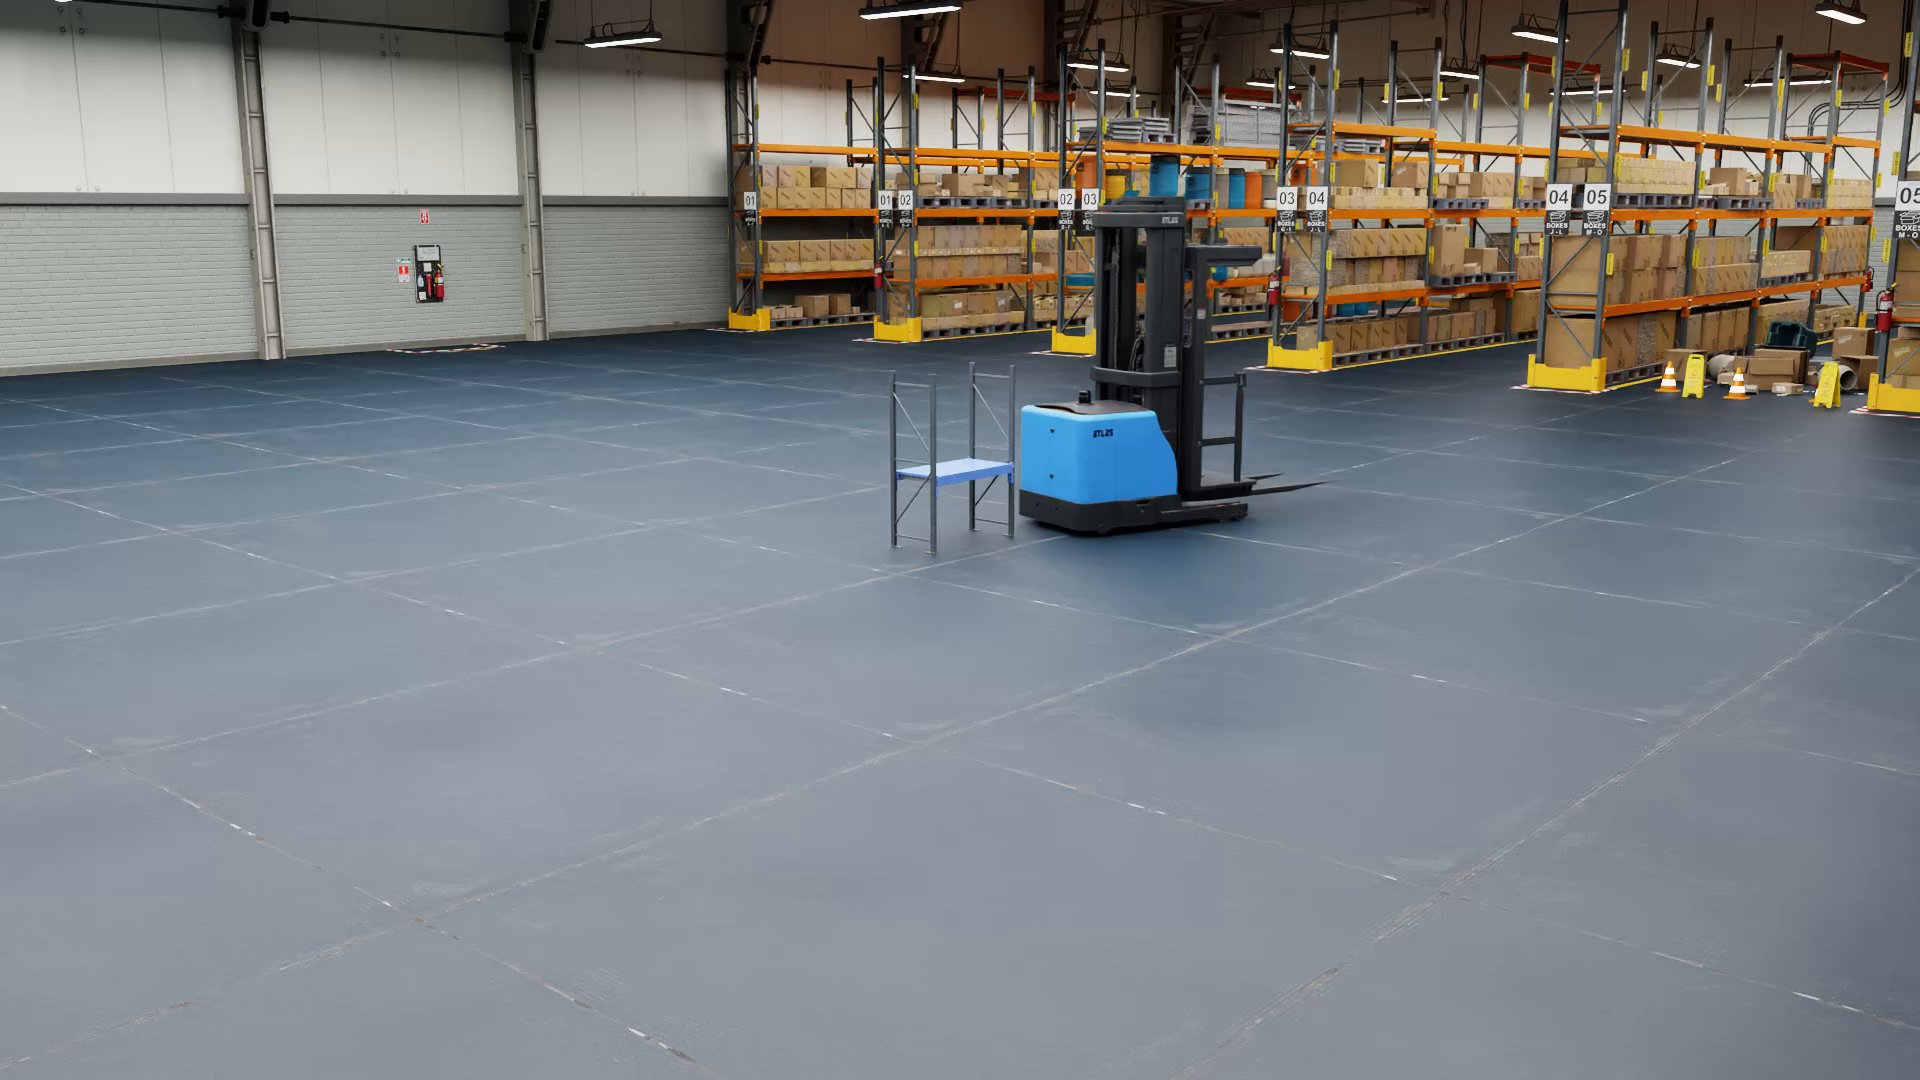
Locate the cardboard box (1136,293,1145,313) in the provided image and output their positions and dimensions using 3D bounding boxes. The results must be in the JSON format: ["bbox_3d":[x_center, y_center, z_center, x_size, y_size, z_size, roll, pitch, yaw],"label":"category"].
[{"bbox_3d":[4.443,-6.058,42.392,0.500,0.500,0.500,11,15,43],"label":"cardboard box"}]

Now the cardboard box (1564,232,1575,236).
[{"bbox_3d":[13.592,-6.791,37.988,0.797,0.503,0.637,9,15,39],"label":"cardboard box"}]

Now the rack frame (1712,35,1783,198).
[{"bbox_3d":[15.026,-8.043,31.752,1.000,3.000,0.127,10,15,40],"label":"rack frame"}]

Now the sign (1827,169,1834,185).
[{"bbox_3d":[18.086,-7.536,34.547,0.100,0.325,0.005,10,15,40],"label":"sign"}]

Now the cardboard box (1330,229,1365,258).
[{"bbox_3d":[6.989,-5.383,30.188,0.500,0.500,0.500,10,15,40],"label":"cardboard box"}]

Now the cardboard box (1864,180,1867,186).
[{"bbox_3d":[20.088,-8.003,37.299,0.380,0.149,0.250,10,15,41],"label":"cardboard box"}]

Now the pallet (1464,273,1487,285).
[{"bbox_3d":[10.091,-5.366,34.159,1.003,0.211,1.213,10,15,40],"label":"pallet"}]

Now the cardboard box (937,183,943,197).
[{"bbox_3d":[-0.424,-7.848,37.236,0.500,0.311,0.500,-10,15,-41],"label":"cardboard box"}]

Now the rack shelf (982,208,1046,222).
[{"bbox_3d":[1.525,-9.091,46.494,1.077,0.370,4.000,10,15,40],"label":"rack shelf"}]

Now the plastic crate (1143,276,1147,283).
[{"bbox_3d":[4.124,-5.408,34.550,0.530,0.136,0.437,10,15,40],"label":"plastic crate"}]

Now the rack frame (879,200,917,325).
[{"bbox_3d":[-1.353,-5.861,36.147,1.000,3.000,0.127,10,15,40],"label":"rack frame"}]

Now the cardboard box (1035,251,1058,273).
[{"bbox_3d":[2.154,-6.687,40.027,0.500,0.500,0.500,-11,16,-43],"label":"cardboard box"}]

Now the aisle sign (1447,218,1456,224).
[{"bbox_3d":[13.195,-8.822,44.333,0.394,0.787,0.004,10,15,40],"label":"aisle sign"}]

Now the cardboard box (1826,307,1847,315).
[{"bbox_3d":[19.509,-5.106,37.054,0.380,0.149,0.250,11,15,42],"label":"cardboard box"}]

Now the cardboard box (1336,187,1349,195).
[{"bbox_3d":[6.685,-6.209,29.595,0.380,0.149,0.250,10,15,42],"label":"cardboard box"}]

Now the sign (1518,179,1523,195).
[{"bbox_3d":[11.773,-7.411,34.928,0.100,0.325,0.005,10,15,40],"label":"sign"}]

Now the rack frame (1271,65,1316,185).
[{"bbox_3d":[7.646,-9.339,38.244,1.000,3.000,0.127,10,15,40],"label":"rack frame"}]

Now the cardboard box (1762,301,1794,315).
[{"bbox_3d":[16.677,-4.741,33.936,0.500,0.250,0.500,9,14,38],"label":"cardboard box"}]

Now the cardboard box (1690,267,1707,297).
[{"bbox_3d":[12.935,-4.604,29.597,0.500,0.500,0.500,10,15,41],"label":"cardboard box"}]

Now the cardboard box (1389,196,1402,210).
[{"bbox_3d":[7.937,-6.314,31.138,0.500,0.250,0.500,10,15,40],"label":"cardboard box"}]

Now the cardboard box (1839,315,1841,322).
[{"bbox_3d":[19.316,-4.927,36.918,0.380,0.149,0.250,11,16,43],"label":"cardboard box"}]

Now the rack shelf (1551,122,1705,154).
[{"bbox_3d":[11.065,-6.611,27.442,1.077,0.370,4.000,10,15,40],"label":"rack shelf"}]

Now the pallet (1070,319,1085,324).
[{"bbox_3d":[3.355,-5.555,41.732,1.003,0.211,1.213,10,15,40],"label":"pallet"}]

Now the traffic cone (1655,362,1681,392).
[{"bbox_3d":[11.162,-2.574,26.167,0.336,0.463,0.334,10,15,40],"label":"traffic cone"}]

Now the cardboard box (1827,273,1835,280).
[{"bbox_3d":[18.750,-5.727,36.116,0.380,0.149,0.250,10,15,41],"label":"cardboard box"}]

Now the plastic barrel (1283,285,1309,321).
[{"bbox_3d":[7.956,-5.613,39.374,0.600,0.830,0.708,10,15,40],"label":"plastic barrel"}]

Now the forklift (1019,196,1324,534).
[{"bbox_3d":[2.068,-1.678,15.379,3.031,2.935,1.130,-7,13,-31],"label":"forklift"}]

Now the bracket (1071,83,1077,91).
[{"bbox_3d":[3.198,-13.204,48.402,0.235,0.232,0.430,10,15,40],"label":"bracket"}]

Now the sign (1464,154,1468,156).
[{"bbox_3d":[13.351,-10.289,43.824,0.100,0.325,0.005,10,15,40],"label":"sign"}]

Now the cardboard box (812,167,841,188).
[{"bbox_3d":[-3.254,-8.841,40.548,0.500,0.500,0.500,9,14,38],"label":"cardboard box"}]

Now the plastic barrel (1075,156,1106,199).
[{"bbox_3d":[2.591,-7.196,33.001,0.600,0.830,0.708,10,15,40],"label":"plastic barrel"}]

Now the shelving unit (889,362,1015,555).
[{"bbox_3d":[-0.056,-0.723,14.251,0.538,1.500,1.048,10,15,40],"label":"shelving unit"}]

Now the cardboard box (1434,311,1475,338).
[{"bbox_3d":[10.214,-4.478,34.481,0.500,0.500,0.700,-11,15,-43],"label":"cardboard box"}]

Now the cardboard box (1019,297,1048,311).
[{"bbox_3d":[1.747,-5.611,39.410,0.500,0.311,0.500,10,15,41],"label":"cardboard box"}]

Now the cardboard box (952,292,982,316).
[{"bbox_3d":[0.160,-5.357,37.656,0.500,0.500,0.500,10,15,40],"label":"cardboard box"}]

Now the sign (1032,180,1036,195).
[{"bbox_3d":[1.705,-8.141,38.384,0.100,0.325,0.005,10,15,40],"label":"sign"}]

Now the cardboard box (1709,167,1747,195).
[{"bbox_3d":[14.089,-6.584,30.524,0.500,0.500,0.500,10,15,40],"label":"cardboard box"}]

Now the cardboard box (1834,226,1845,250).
[{"bbox_3d":[18.834,-6.558,36.067,0.500,0.500,0.500,10,15,41],"label":"cardboard box"}]

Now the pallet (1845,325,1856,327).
[{"bbox_3d":[19.694,-4.784,37.874,1.003,0.211,1.213,10,15,40],"label":"pallet"}]

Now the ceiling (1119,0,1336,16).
[{"bbox_3d":[7.508,-16.566,51.450,6.000,0.001,6.000,10,15,40],"label":"ceiling"}]

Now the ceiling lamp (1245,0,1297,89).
[{"bbox_3d":[8.045,-12.958,41.461,0.800,3.185,2.000,10,15,40],"label":"ceiling lamp"}]

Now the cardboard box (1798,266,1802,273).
[{"bbox_3d":[17.216,-5.613,34.475,0.380,0.149,0.250,10,15,40],"label":"cardboard box"}]

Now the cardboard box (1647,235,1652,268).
[{"bbox_3d":[11.037,-4.829,27.839,0.875,0.550,0.500,10,15,40],"label":"cardboard box"}]

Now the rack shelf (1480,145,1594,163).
[{"bbox_3d":[12.687,-8.444,36.620,1.077,0.370,4.000,10,15,40],"label":"rack shelf"}]

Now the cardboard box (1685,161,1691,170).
[{"bbox_3d":[12.216,-6.374,28.333,0.380,0.149,0.250,10,15,40],"label":"cardboard box"}]

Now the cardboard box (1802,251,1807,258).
[{"bbox_3d":[17.371,-5.940,34.591,0.380,0.149,0.250,9,15,39],"label":"cardboard box"}]

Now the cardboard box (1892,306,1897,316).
[{"bbox_3d":[13.700,-3.310,24.014,0.380,0.149,0.250,10,15,40],"label":"cardboard box"}]

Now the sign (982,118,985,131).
[{"bbox_3d":[0.618,-11.048,44.213,0.100,0.325,0.005,10,15,40],"label":"sign"}]

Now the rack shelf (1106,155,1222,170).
[{"bbox_3d":[5.248,-9.725,43.036,1.077,0.370,4.000,10,15,40],"label":"rack shelf"}]

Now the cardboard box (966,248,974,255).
[{"bbox_3d":[0.083,-6.484,37.355,0.380,0.149,0.250,10,15,41],"label":"cardboard box"}]

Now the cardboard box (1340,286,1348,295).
[{"bbox_3d":[6.809,-4.537,30.158,0.380,0.149,0.250,10,15,40],"label":"cardboard box"}]

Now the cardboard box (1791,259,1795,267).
[{"bbox_3d":[16.863,-5.680,34.049,0.380,0.149,0.250,9,14,37],"label":"cardboard box"}]

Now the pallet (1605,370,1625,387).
[{"bbox_3d":[10.214,-2.684,27.360,1.003,0.211,1.213,10,15,40],"label":"pallet"}]

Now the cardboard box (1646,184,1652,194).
[{"bbox_3d":[11.045,-5.721,27.101,0.380,0.149,0.250,10,15,40],"label":"cardboard box"}]
